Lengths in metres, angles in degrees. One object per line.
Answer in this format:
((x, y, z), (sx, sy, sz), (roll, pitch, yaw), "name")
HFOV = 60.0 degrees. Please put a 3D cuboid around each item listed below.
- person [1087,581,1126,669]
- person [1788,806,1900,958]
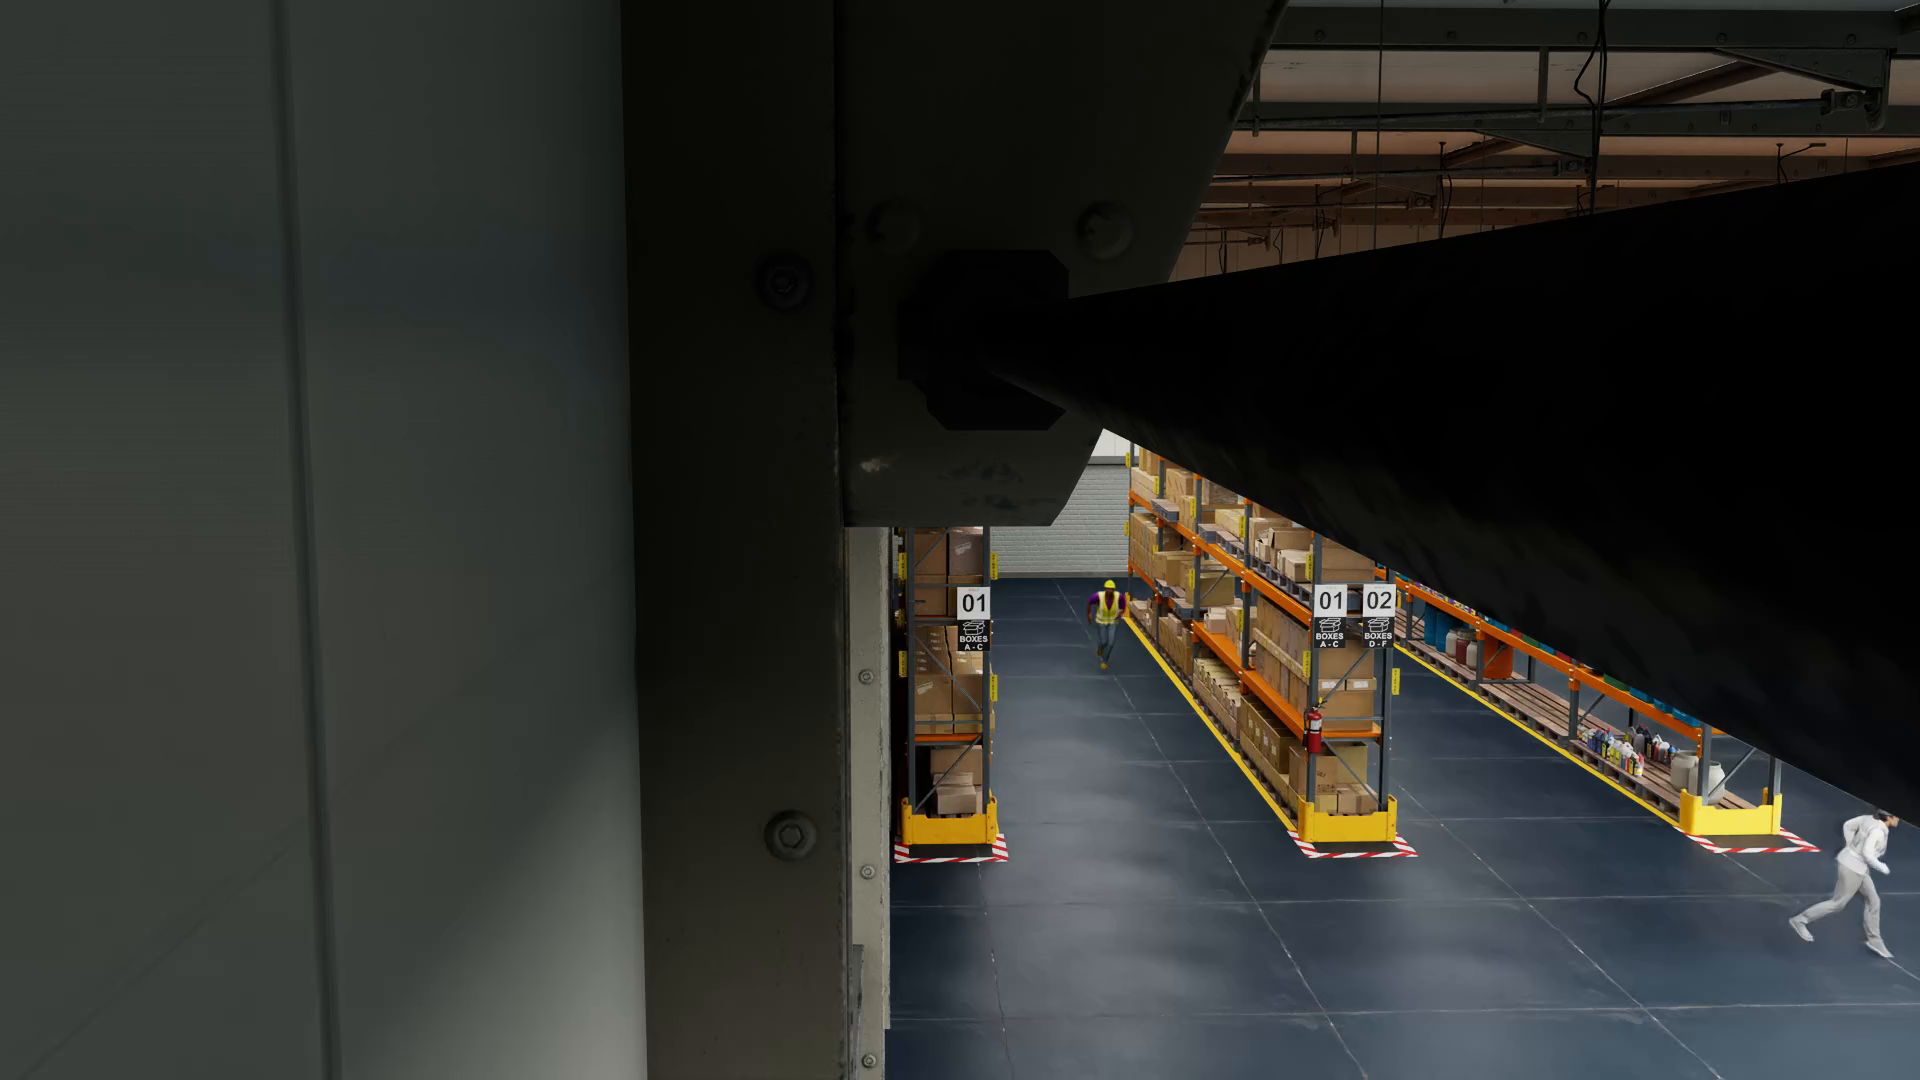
((2.727, 1.561, 30.864), (0.689, 1.685, 0.735), (-1, 7, -9), "person")
((8.982, 3.410, 16.887), (0.979, 1.629, 0.653), (2, 8, 15), "person")
